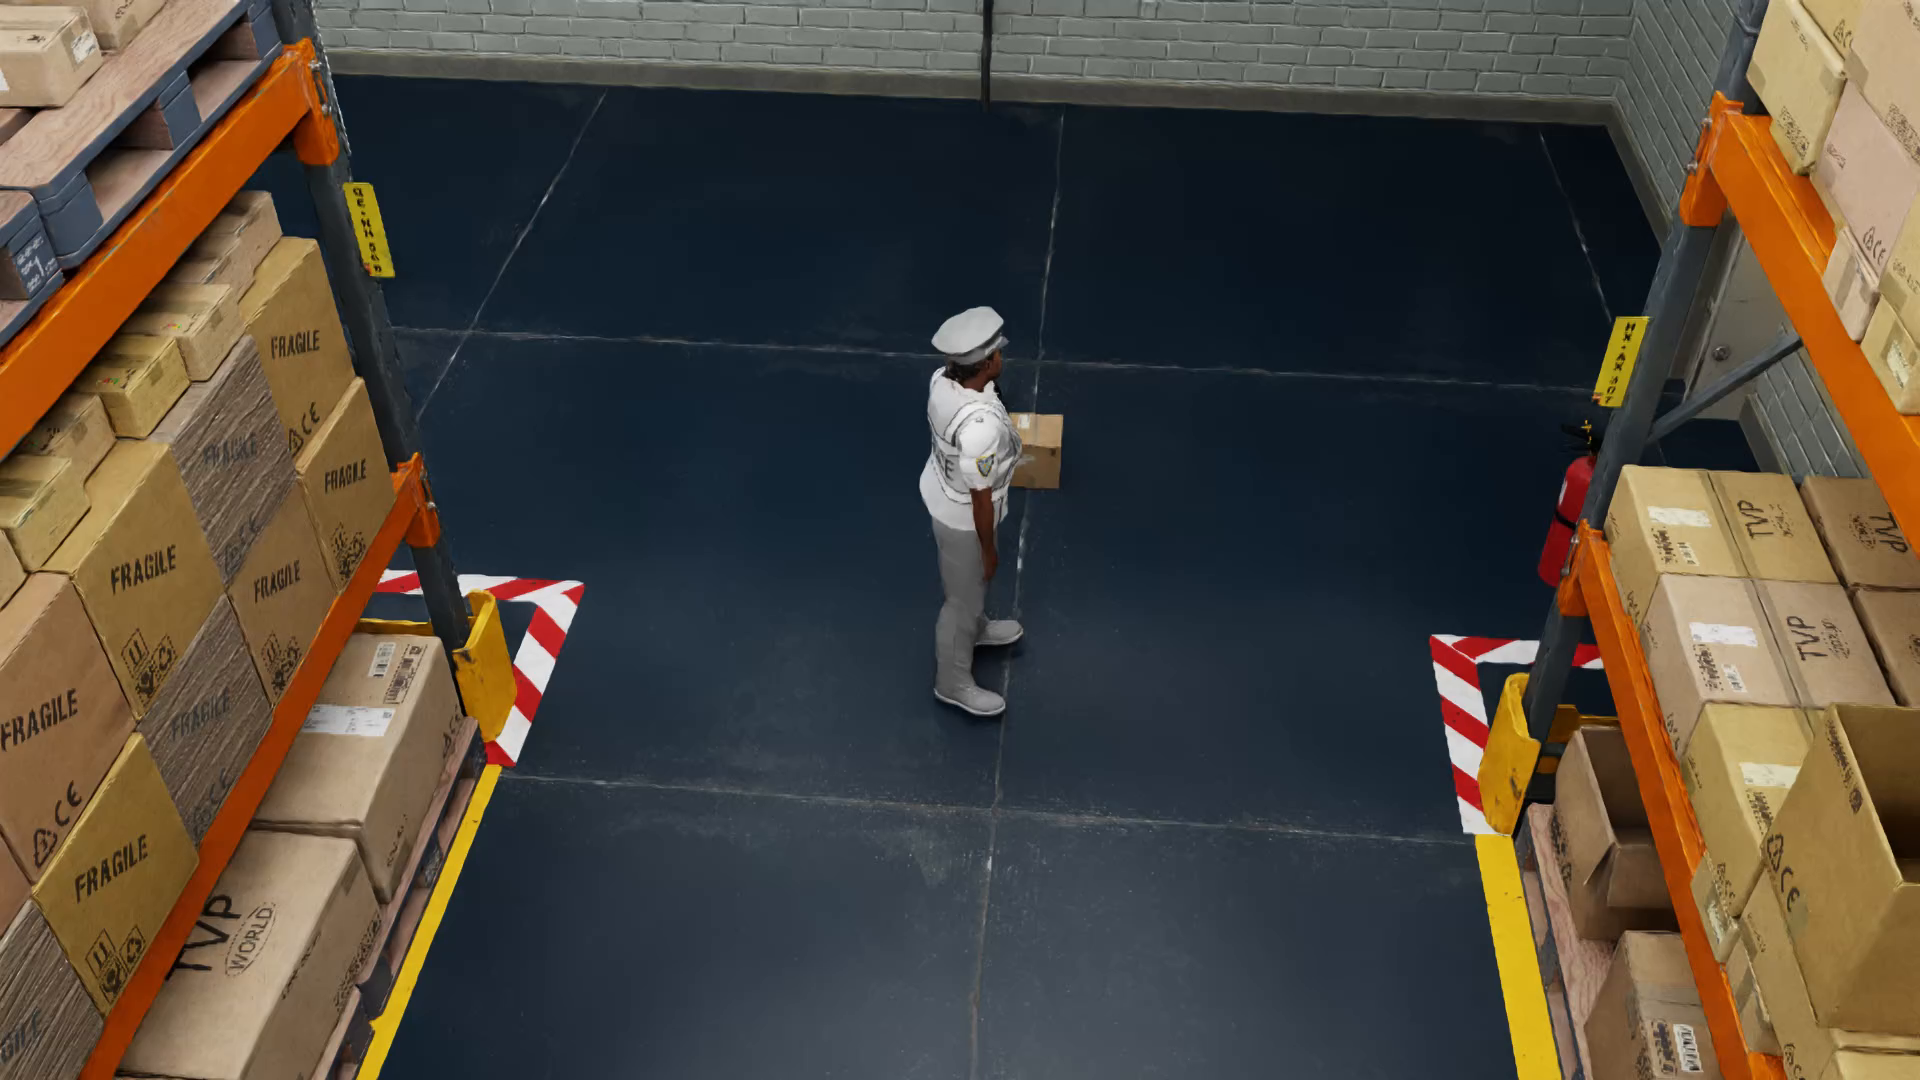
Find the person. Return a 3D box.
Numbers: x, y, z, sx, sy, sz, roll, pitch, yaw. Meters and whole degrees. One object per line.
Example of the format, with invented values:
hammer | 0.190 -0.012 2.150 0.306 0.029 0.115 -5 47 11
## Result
person | 0.081 -0.111 6.238 0.439 1.685 0.535 -9 41 -11
